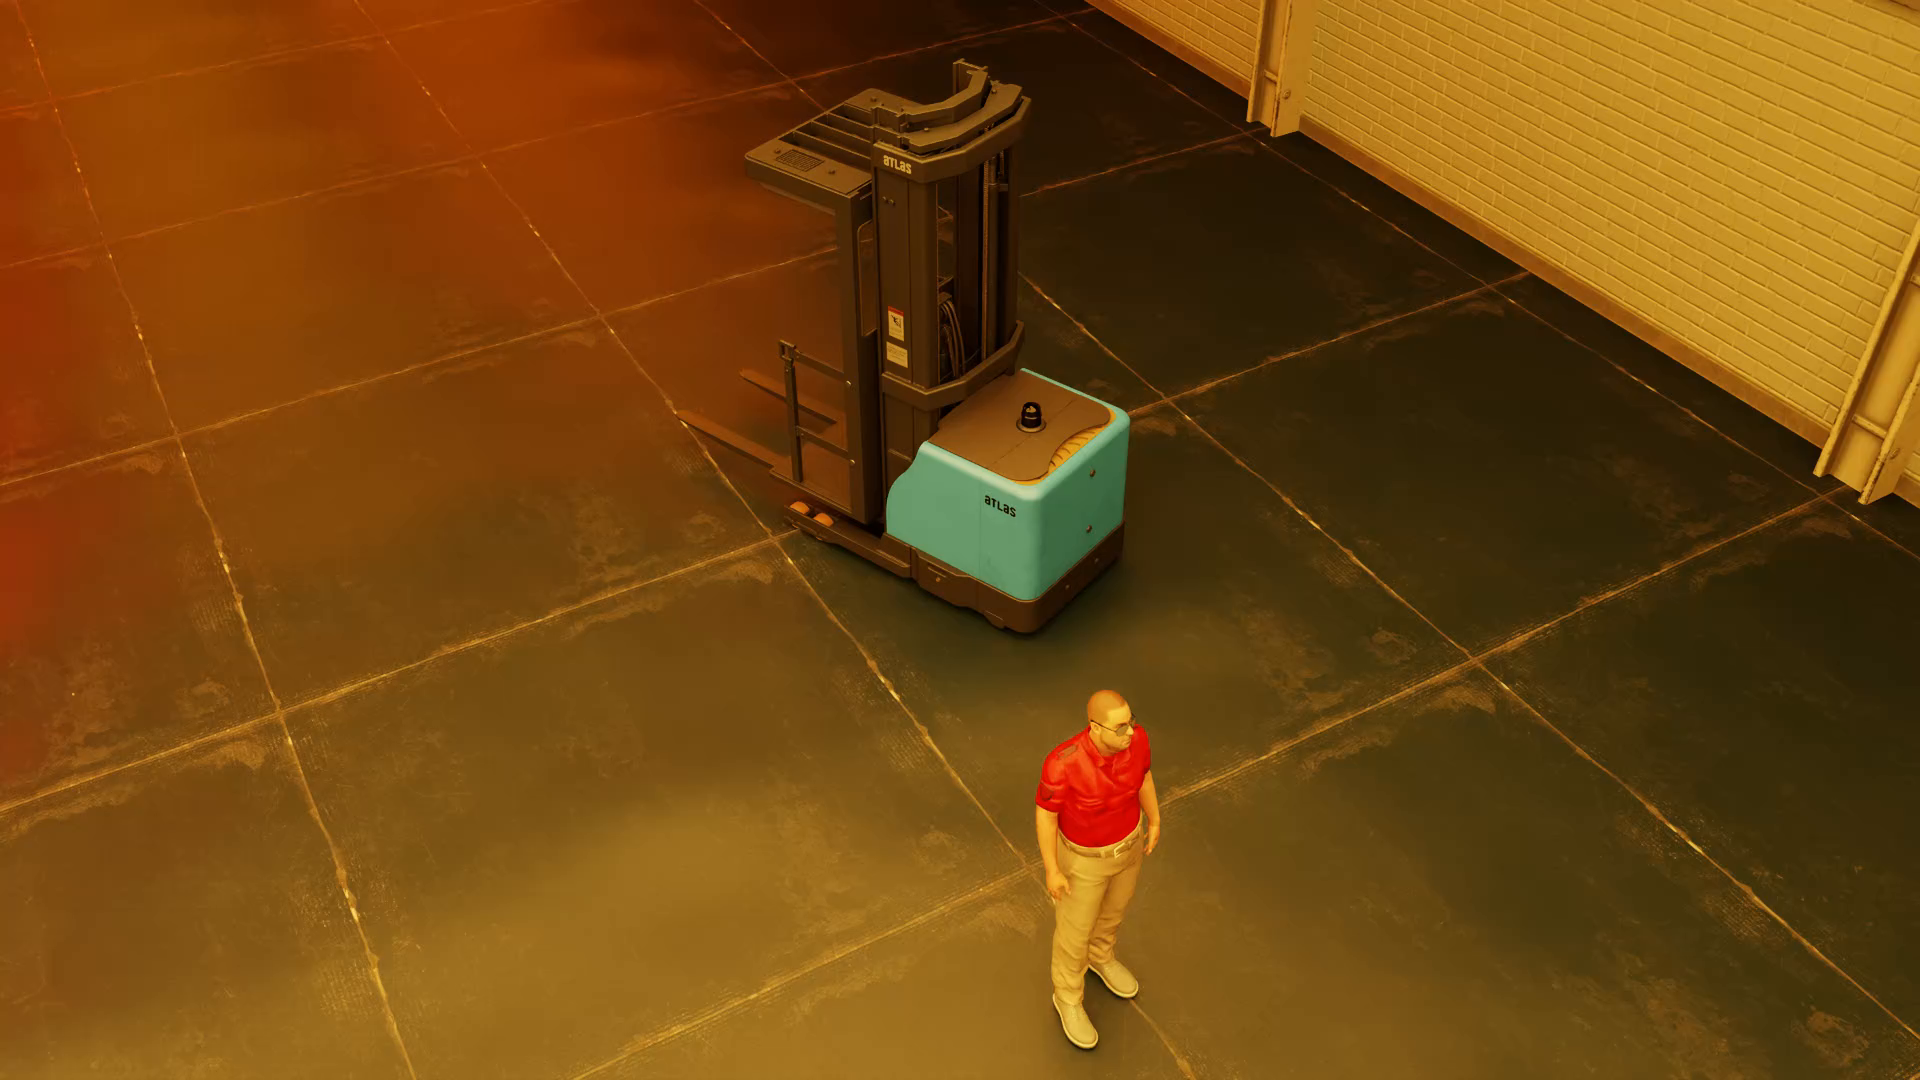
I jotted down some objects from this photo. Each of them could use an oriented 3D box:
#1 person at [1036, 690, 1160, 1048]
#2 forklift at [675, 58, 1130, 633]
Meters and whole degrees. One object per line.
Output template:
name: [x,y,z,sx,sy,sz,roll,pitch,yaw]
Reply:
person: [0.661,1.405,7.272,0.642,1.729,0.550,-24,45,-26]
forklift: [-0.481,-1.366,9.683,3.031,2.935,1.130,26,46,28]
